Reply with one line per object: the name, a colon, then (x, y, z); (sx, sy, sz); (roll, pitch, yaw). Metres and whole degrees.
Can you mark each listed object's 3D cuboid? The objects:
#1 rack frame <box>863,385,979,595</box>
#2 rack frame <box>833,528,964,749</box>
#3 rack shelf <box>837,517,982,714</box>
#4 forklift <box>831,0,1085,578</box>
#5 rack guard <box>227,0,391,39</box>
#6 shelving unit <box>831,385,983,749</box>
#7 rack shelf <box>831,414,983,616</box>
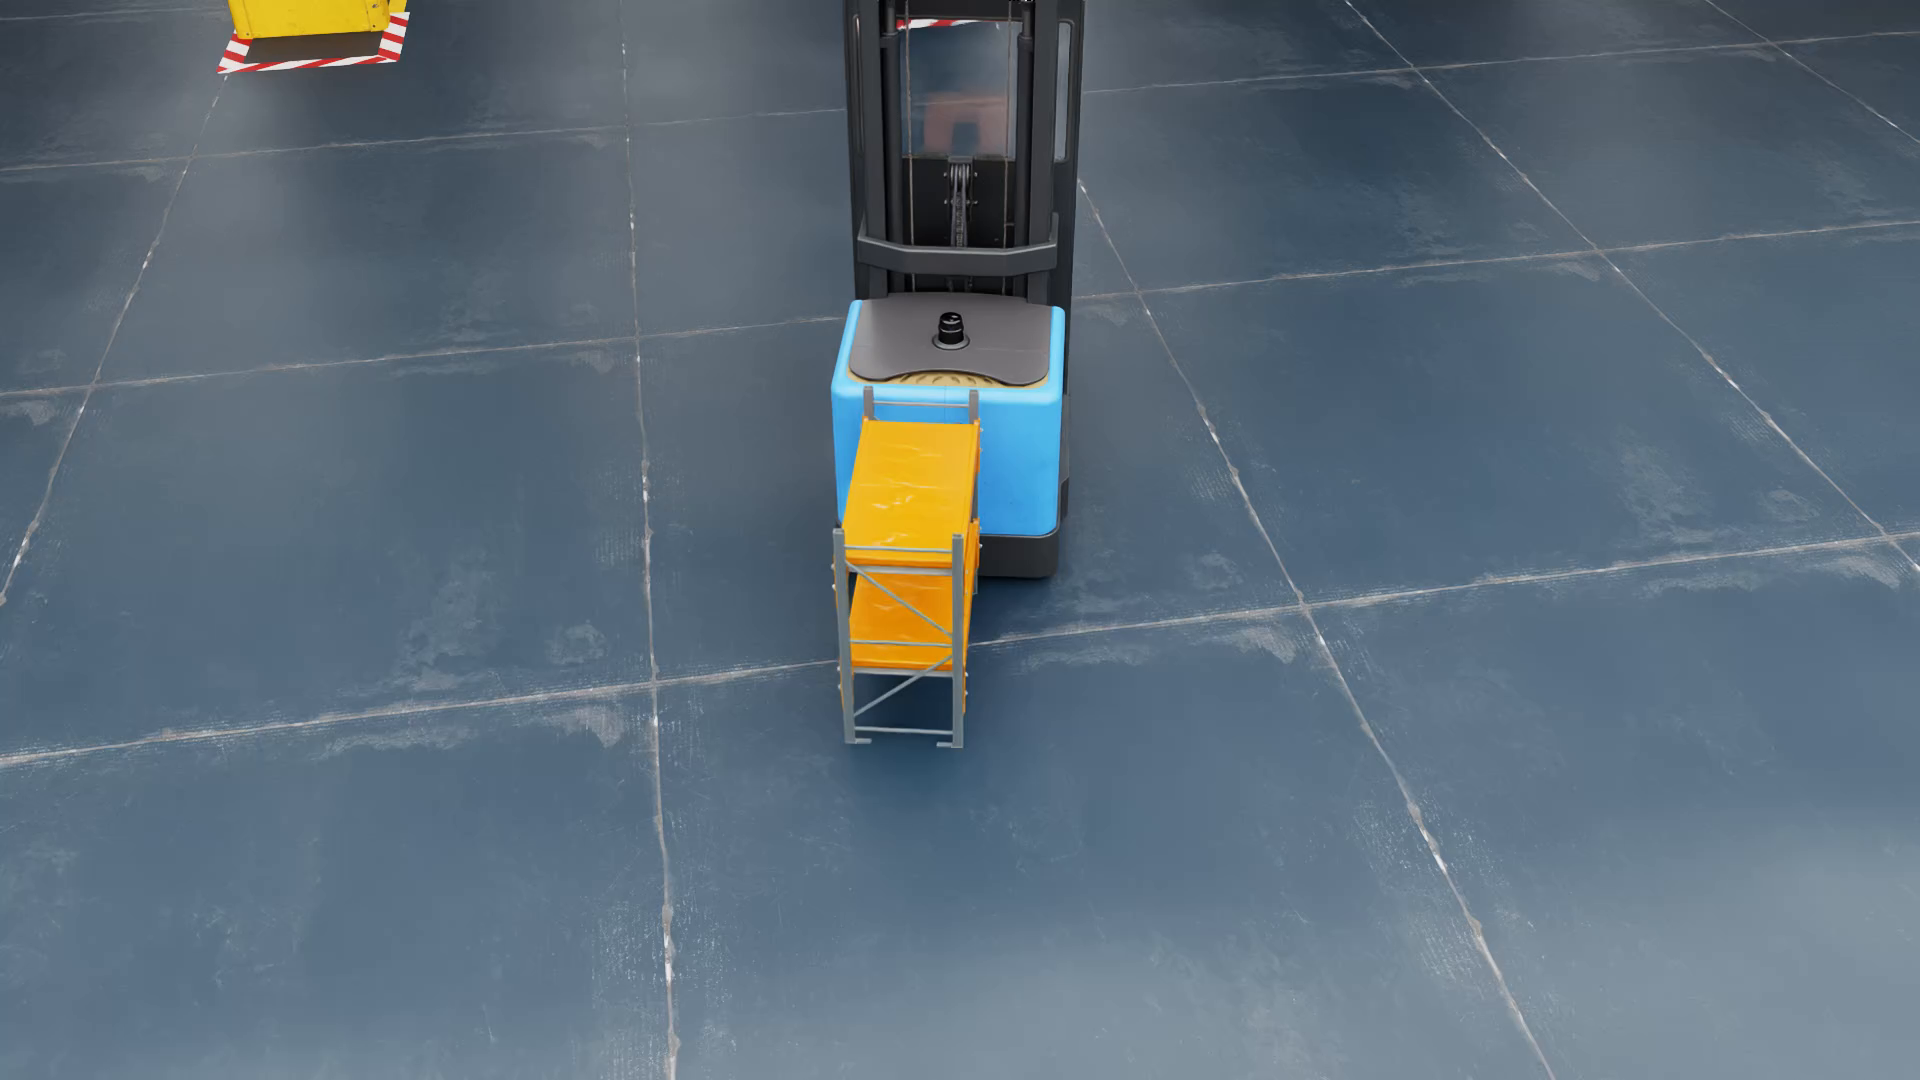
rack frame: (-0.168, -0.204, 7.495); (0.500, 1.125, 0.032); (2, 38, 3)
rack frame: (-0.237, 0.419, 6.694); (0.500, 1.125, 0.032); (2, 38, 3)
rack shelf: (-0.202, 0.301, 7.245); (0.538, 0.278, 1.000); (2, 38, 3)
forklift: (0.034, -1.866, 8.163); (1.130, 2.935, 3.031); (2, 38, 3)
rack guard: (-5.242, -4.364, 13.360); (1.175, 0.500, 0.348); (-6, 38, -8)
shelving unit: (-0.202, 0.108, 7.095); (0.538, 1.125, 1.048); (2, 38, 3)
rack shelf: (-0.202, -0.124, 6.915); (0.538, 0.278, 1.000); (2, 38, 3)
